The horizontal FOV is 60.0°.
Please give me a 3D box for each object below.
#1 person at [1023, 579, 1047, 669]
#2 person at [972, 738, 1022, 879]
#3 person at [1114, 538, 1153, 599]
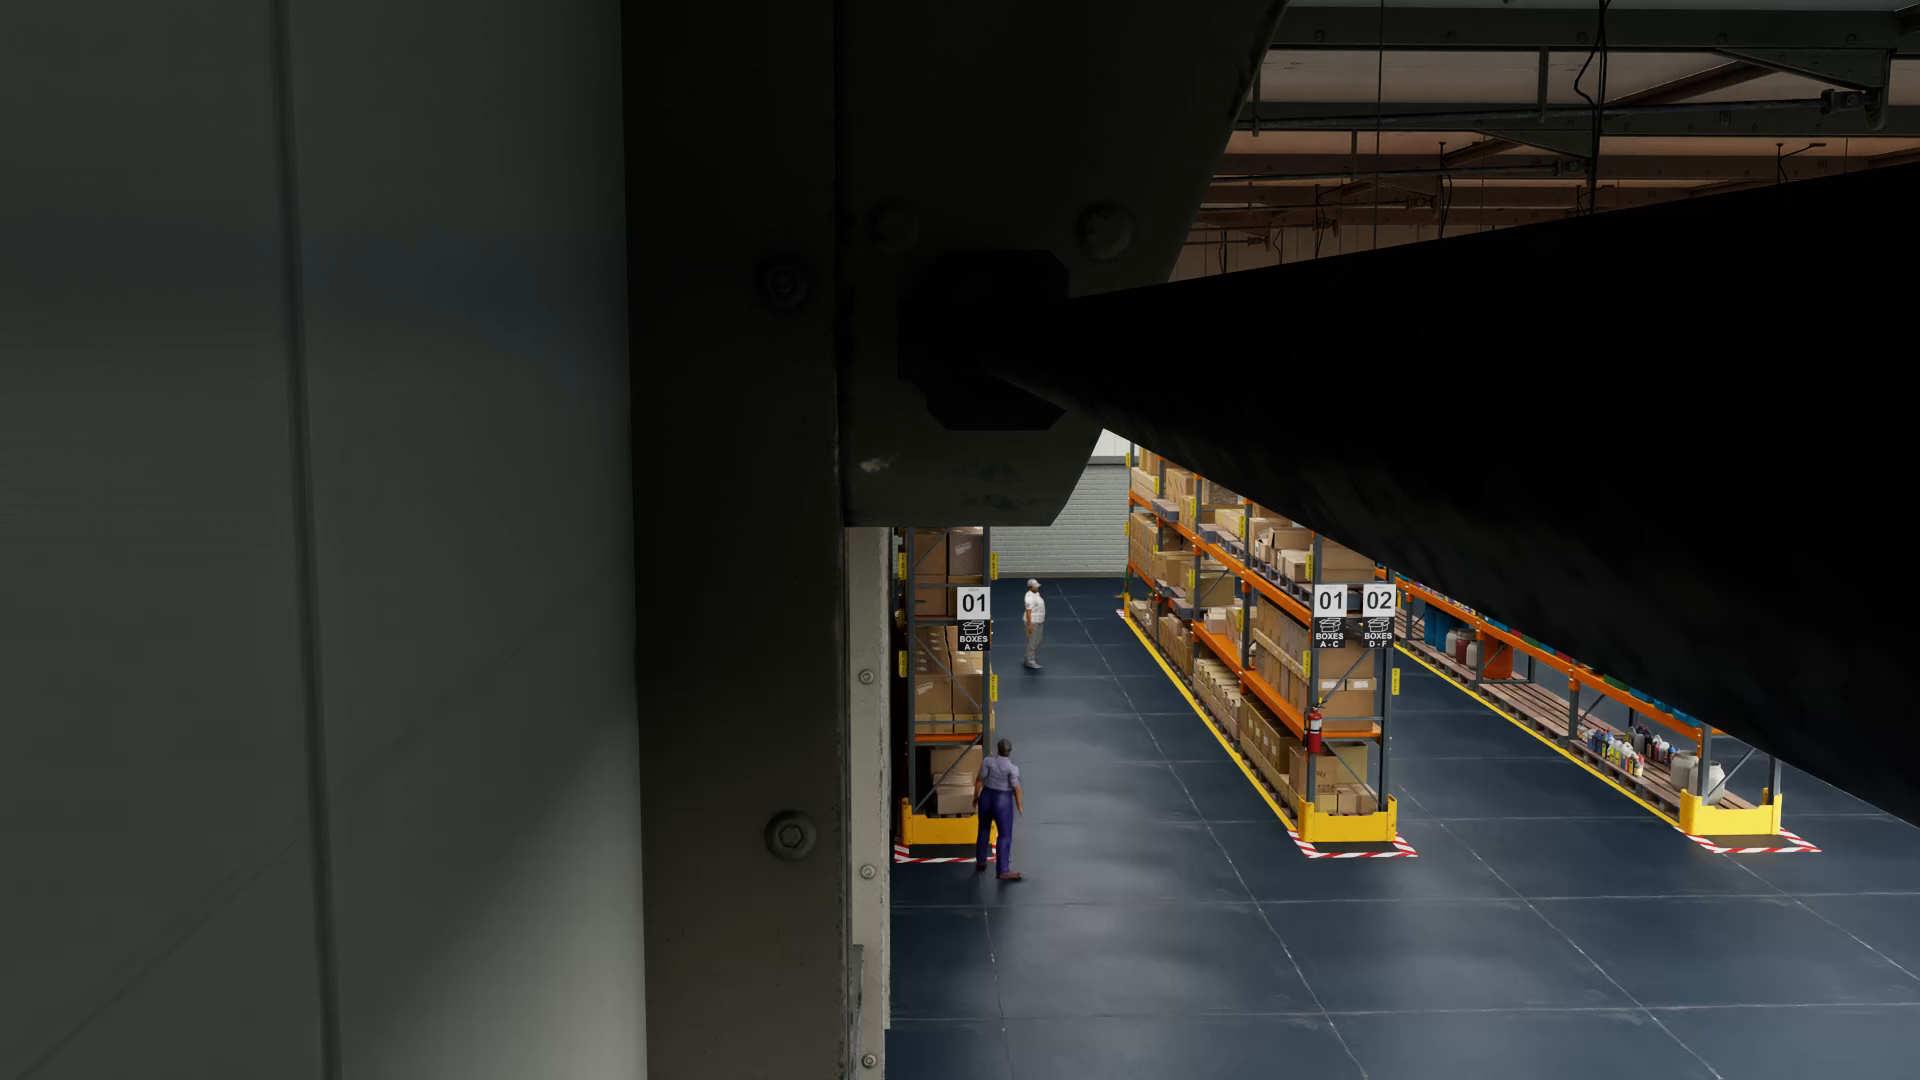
[{"bbox_3d":[1.358,1.550,31.008,0.440,1.678,0.548,3,8,25],"label":"person"},{"bbox_3d":[0.418,3.092,19.283,0.665,1.669,0.469,5,9,33],"label":"person"},{"bbox_3d":[4.108,0.506,38.696,1.053,1.756,0.621,-4,8,-30],"label":"person"}]
